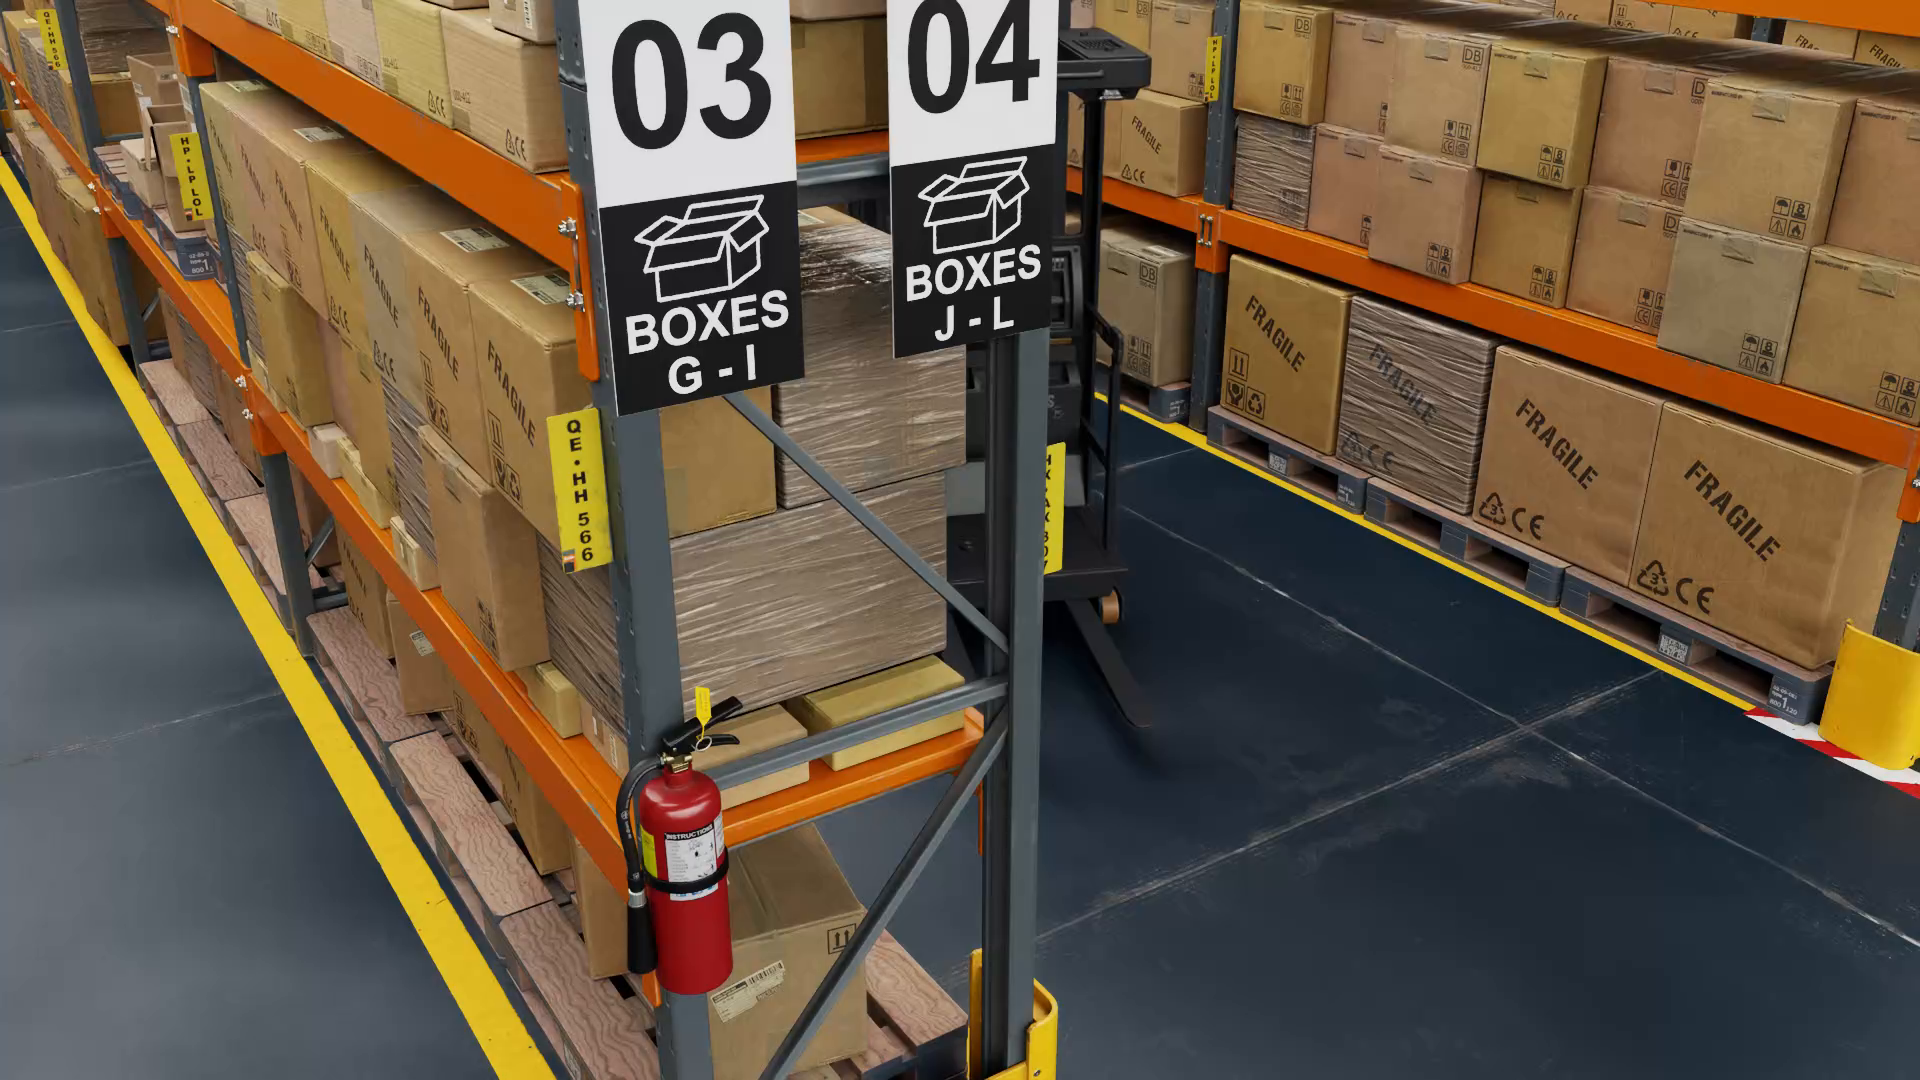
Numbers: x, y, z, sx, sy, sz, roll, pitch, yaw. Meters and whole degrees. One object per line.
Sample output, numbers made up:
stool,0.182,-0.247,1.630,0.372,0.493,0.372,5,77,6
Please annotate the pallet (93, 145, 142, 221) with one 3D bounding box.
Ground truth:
pallet,-4.145,-2.093,9.394,1.213,0.211,1.003,-16,29,-30

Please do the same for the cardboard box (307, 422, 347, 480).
cardboard box,-2.042,-0.357,5.786,0.380,0.149,0.250,-16,29,-30

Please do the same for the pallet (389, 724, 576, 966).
pallet,-1.373,0.951,5.989,1.003,0.211,1.213,-16,29,-30

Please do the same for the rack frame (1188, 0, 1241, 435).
rack frame,1.772,-2.099,9.182,1.000,3.000,0.127,-16,29,-30

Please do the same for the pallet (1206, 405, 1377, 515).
pallet,2.121,-0.548,9.163,1.003,0.211,1.213,-16,29,-30

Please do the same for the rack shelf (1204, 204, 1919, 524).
rack shelf,2.863,-1.058,7.820,1.077,0.370,4.000,-16,29,-30

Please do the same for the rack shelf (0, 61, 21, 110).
rack shelf,-7.898,-4.230,14.540,1.077,0.370,4.000,-16,29,-30

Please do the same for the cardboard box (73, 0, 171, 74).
cardboard box,-5.008,-3.174,10.167,0.797,0.503,0.637,-14,29,-28

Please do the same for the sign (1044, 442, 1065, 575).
sign,0.199,-0.066,3.863,0.100,0.325,0.005,-16,29,-30

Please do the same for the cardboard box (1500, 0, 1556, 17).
cardboard box,4.584,-4.320,12.930,0.500,0.500,0.500,-17,30,-31

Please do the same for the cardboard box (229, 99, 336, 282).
cardboard box,-2.132,-1.212,5.667,0.500,0.500,0.500,-16,29,-30

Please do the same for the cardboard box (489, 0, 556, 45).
cardboard box,-0.669,-1.044,3.142,0.380,0.149,0.250,-16,29,-30

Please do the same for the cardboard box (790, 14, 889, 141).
cardboard box,-0.302,-1.070,3.664,0.500,0.250,0.500,-15,29,-28

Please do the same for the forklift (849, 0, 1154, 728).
forklift,0.112,-1.035,7.008,1.121,2.935,3.031,-5,26,-10

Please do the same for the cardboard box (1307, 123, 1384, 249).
cardboard box,2.302,-1.846,8.471,0.875,0.550,0.550,-16,29,-30

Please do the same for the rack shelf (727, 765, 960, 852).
rack shelf,-1.347,-0.003,5.418,0.831,0.071,3.687,-16,29,-30

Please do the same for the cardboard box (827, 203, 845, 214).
cardboard box,-0.990,-2.763,13.026,0.500,0.500,0.500,-16,29,-30

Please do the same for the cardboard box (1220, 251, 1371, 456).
cardboard box,2.056,-1.087,9.035,0.875,0.875,0.875,-15,29,-29

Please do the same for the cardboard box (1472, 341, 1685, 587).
cardboard box,3.048,-0.439,7.662,0.875,0.875,0.875,-16,30,-30

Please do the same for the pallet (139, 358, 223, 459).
pallet,-4.197,-0.869,9.843,1.003,0.211,1.213,-16,29,-30

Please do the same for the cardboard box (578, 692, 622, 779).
cardboard box,-0.720,0.422,4.137,0.380,0.149,0.250,-16,29,-30

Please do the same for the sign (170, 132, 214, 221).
sign,-2.902,-1.372,6.286,0.100,0.325,0.005,-16,29,-30

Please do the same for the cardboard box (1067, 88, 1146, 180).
cardboard box,0.987,-2.449,9.807,0.500,0.500,0.500,-16,30,-30

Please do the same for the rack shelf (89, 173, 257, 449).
rack shelf,-3.531,-1.369,8.479,1.077,0.370,4.000,-16,29,-30

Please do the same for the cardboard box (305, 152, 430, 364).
cardboard box,-1.578,-0.857,4.915,0.500,0.500,0.500,-16,29,-30

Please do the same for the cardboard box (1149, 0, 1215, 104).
cardboard box,1.496,-2.772,9.321,0.700,0.500,0.500,-16,30,-30

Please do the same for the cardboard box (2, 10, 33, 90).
cardboard box,-6.765,-3.663,12.378,0.500,0.500,0.500,-15,29,-29

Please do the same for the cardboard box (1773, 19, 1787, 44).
cardboard box,5.848,-3.893,12.025,0.500,0.500,0.500,-15,29,-28

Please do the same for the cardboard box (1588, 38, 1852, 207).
cardboard box,3.216,-1.773,7.052,0.875,0.550,0.550,-16,29,-30

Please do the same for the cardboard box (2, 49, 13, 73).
cardboard box,-7.247,-3.760,12.994,0.380,0.149,0.250,-15,29,-29

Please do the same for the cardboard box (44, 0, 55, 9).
cardboard box,-5.733,-3.646,11.167,0.797,0.503,0.637,-14,29,-28

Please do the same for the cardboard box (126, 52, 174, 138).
cardboard box,-4.295,-2.461,9.340,0.500,0.500,0.500,-20,32,-36

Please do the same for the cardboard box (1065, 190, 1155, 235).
cardboard box,0.834,-1.818,10.731,1.050,0.750,0.750,-16,29,-30

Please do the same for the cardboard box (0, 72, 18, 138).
cardboard box,-8.574,-4.290,15.821,0.875,0.875,0.875,-16,29,-30

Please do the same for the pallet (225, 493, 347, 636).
pallet,-2.865,0.004,7.995,1.003,0.211,1.213,-16,29,-30

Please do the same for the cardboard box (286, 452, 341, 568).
cardboard box,-2.756,-0.272,7.726,0.700,0.500,0.500,-18,31,-33

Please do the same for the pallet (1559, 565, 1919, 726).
pallet,3.453,0.325,7.314,1.003,0.211,1.213,-16,29,-30

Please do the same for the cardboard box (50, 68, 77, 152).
cardboard box,-5.158,-2.815,10.582,1.016,0.500,0.509,-16,30,-31

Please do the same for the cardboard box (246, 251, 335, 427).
cardboard box,-2.002,-0.796,5.958,0.875,0.500,0.500,-16,29,-30

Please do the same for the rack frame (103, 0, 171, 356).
rack frame,-4.620,-2.411,9.842,0.949,2.616,0.053,-16,29,-30

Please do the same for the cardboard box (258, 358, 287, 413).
cardboard box,-2.448,-0.626,6.357,0.380,0.149,0.250,-16,29,-30

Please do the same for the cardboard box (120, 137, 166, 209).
cardboard box,-3.901,-1.879,8.400,0.500,0.250,0.500,-16,30,-31

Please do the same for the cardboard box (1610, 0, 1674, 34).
cardboard box,5.148,-3.947,12.140,0.500,0.500,0.500,-15,29,-29

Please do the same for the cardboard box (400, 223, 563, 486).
cardboard box,-1.041,-0.497,4.152,0.500,0.500,0.500,-16,29,-30

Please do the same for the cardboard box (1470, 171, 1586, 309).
cardboard box,2.872,-1.459,7.652,0.875,0.550,0.500,-16,29,-30

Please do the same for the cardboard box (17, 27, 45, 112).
cardboard box,-6.217,-3.304,11.618,0.500,0.500,0.500,-16,30,-31

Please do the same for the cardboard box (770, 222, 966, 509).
cardboard box,-0.328,-0.440,4.032,0.500,0.500,0.500,-16,29,-30

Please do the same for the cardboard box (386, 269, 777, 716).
cardboard box,-1.309,0.009,5.117,1.144,2.239,2.984,-6,26,-13

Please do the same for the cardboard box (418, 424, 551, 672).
cardboard box,-0.906,-0.082,4.445,0.875,0.500,0.500,-16,29,-30

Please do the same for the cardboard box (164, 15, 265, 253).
cardboard box,-2.756,-1.757,7.264,1.000,1.000,1.000,-15,29,-29

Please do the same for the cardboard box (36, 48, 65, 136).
cardboard box,-5.653,-2.938,10.844,0.500,0.500,0.500,-17,30,-31

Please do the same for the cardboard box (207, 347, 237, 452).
cardboard box,-3.612,-0.847,8.943,0.700,0.500,0.500,-13,28,-25

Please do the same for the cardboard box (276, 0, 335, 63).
cardboard box,-1.558,-1.492,4.559,0.500,0.250,0.500,-16,30,-30

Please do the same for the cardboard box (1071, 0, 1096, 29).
cardboard box,0.938,-3.137,10.092,0.700,0.500,0.500,-15,29,-29

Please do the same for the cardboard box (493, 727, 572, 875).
cardboard box,-1.263,0.731,5.625,0.500,0.500,0.500,-13,28,-25

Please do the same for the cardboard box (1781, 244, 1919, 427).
cardboard box,3.715,-0.858,6.378,0.875,0.550,0.550,-16,29,-30

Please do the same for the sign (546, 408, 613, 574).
sign,-0.732,-0.093,3.206,0.100,0.325,0.005,-16,29,-30

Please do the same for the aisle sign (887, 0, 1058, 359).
aisle sign,0.030,-0.772,3.326,0.394,0.787,0.004,-16,29,-30
